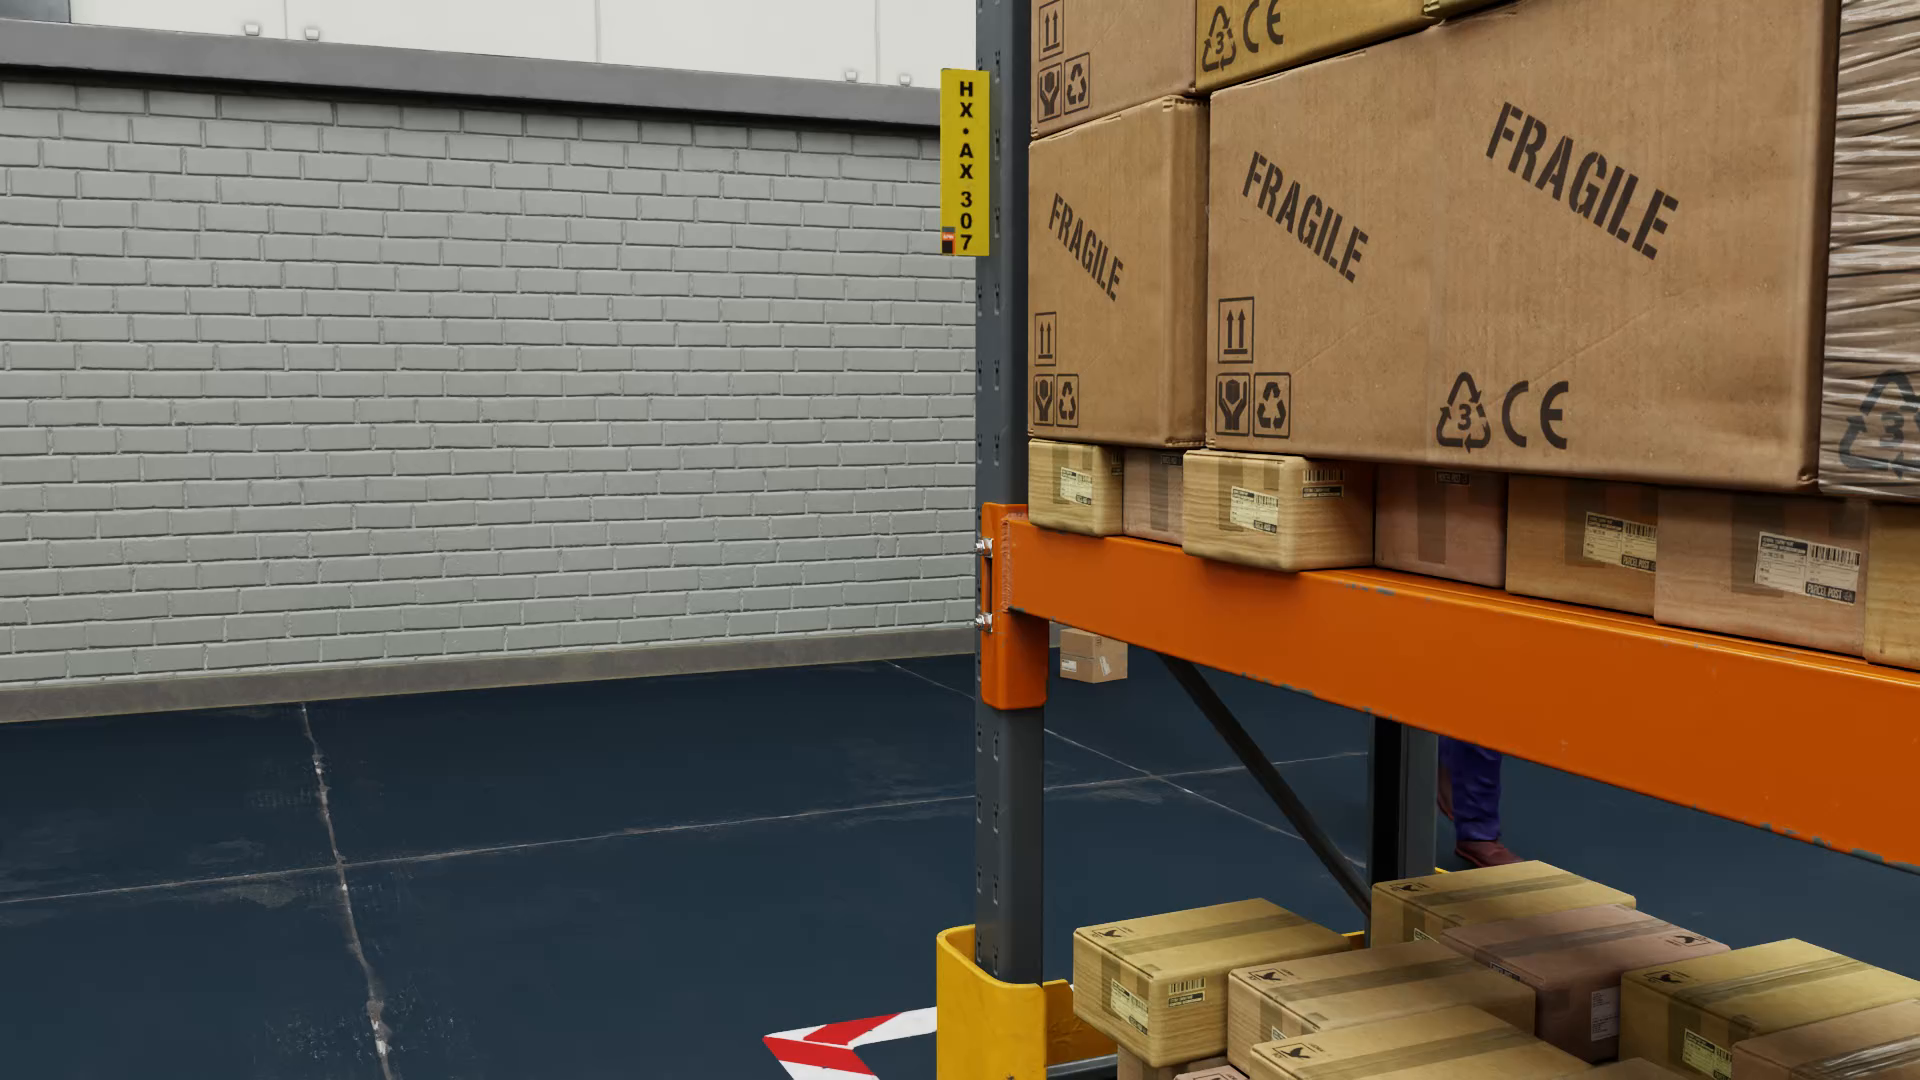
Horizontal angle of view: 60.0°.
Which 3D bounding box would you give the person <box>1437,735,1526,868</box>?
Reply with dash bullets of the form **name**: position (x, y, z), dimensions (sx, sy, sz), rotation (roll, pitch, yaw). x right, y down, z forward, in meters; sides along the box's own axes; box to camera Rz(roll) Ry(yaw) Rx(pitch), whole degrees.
- **person**: position (1.669, 0.199, 5.347), dimensions (0.480, 1.628, 0.646), rotation (-3, 6, -25)
